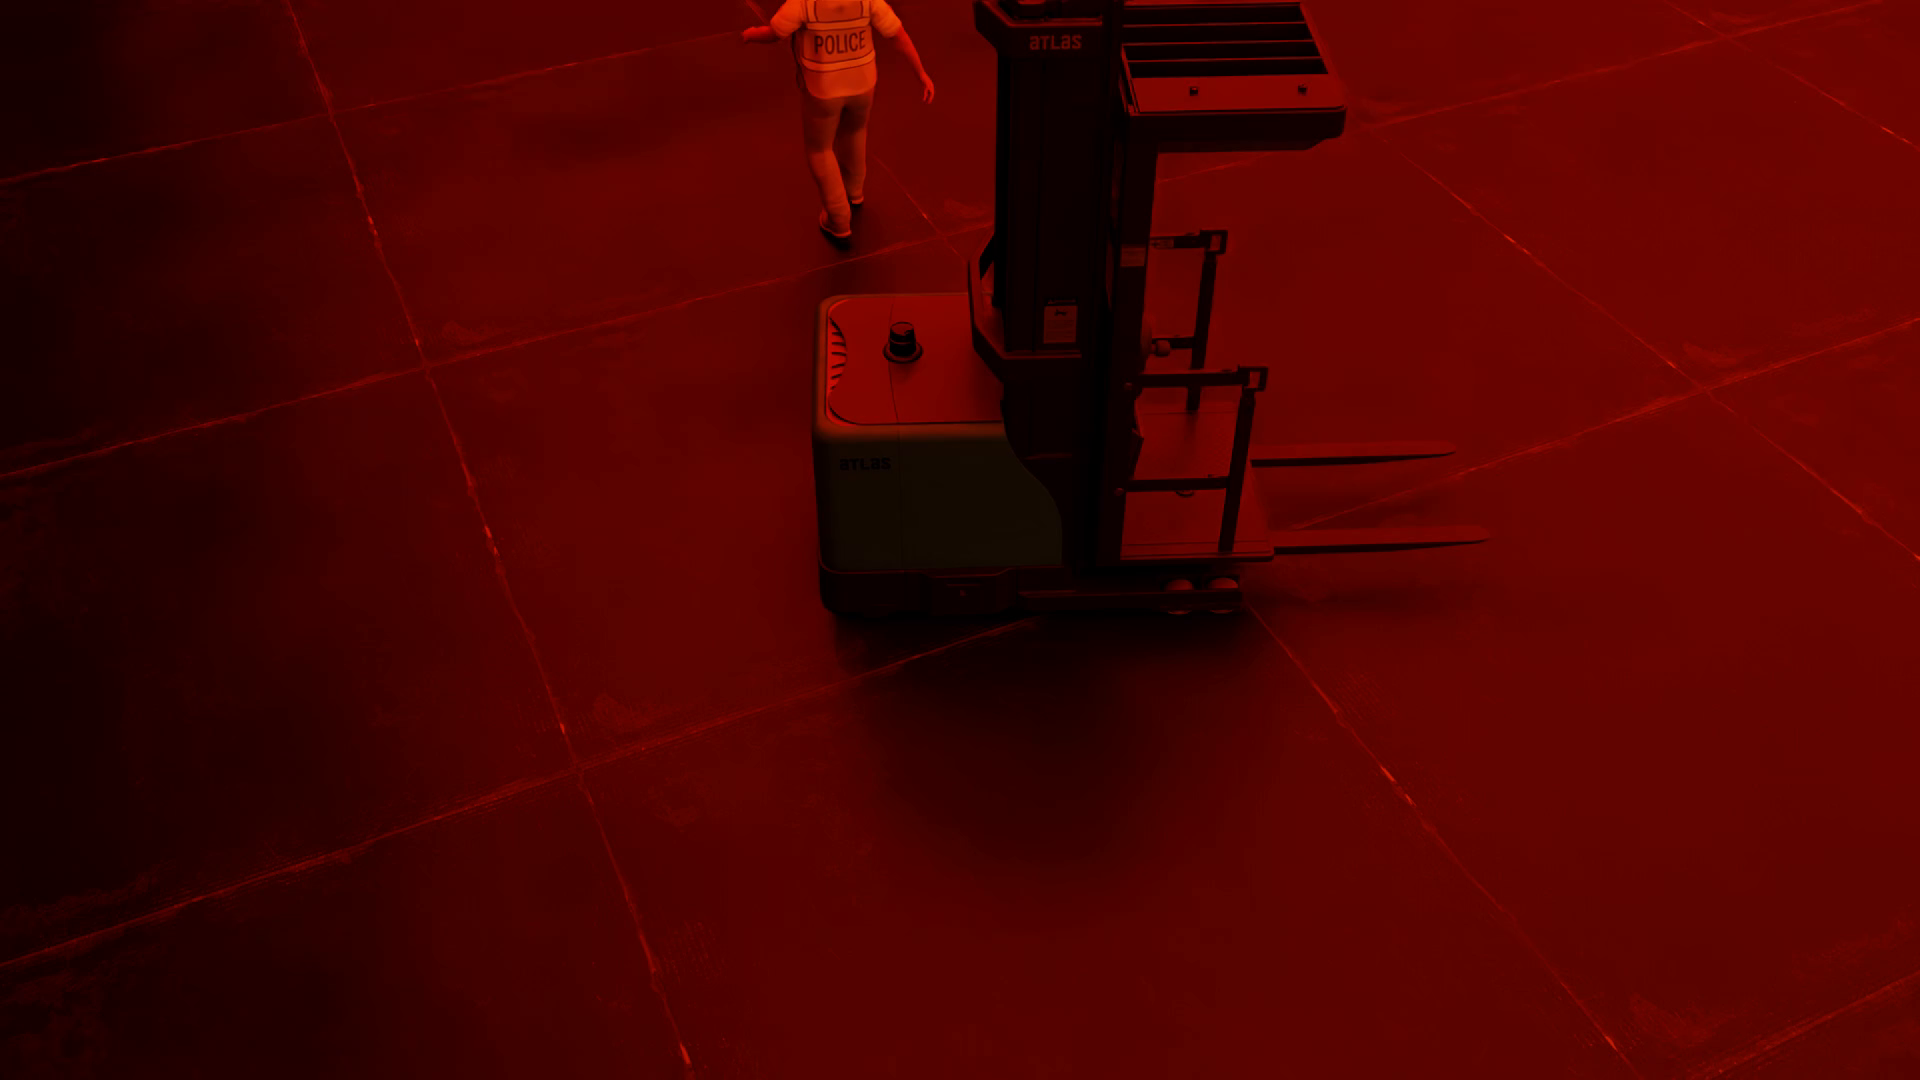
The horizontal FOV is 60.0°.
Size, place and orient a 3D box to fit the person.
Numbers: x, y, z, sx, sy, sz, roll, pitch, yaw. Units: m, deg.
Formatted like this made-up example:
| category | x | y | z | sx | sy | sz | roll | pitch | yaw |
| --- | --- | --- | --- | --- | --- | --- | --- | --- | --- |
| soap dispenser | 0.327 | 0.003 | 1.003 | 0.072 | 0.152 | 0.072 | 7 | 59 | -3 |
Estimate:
| category | x | y | z | sx | sy | sz | roll | pitch | yaw |
| --- | --- | --- | --- | --- | --- | --- | --- | --- | --- |
| person | -0.672 | -2.590 | 9.352 | 0.967 | 1.728 | 0.758 | -13 | 45 | -14 |

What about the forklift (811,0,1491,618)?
| category | x | y | z | sx | sy | sz | roll | pitch | yaw |
| --- | --- | --- | --- | --- | --- | --- | --- | --- | --- |
| forklift | 0.872 | -1.098 | 6.856 | 3.031 | 2.935 | 1.130 | -2 | 43 | -2 |
